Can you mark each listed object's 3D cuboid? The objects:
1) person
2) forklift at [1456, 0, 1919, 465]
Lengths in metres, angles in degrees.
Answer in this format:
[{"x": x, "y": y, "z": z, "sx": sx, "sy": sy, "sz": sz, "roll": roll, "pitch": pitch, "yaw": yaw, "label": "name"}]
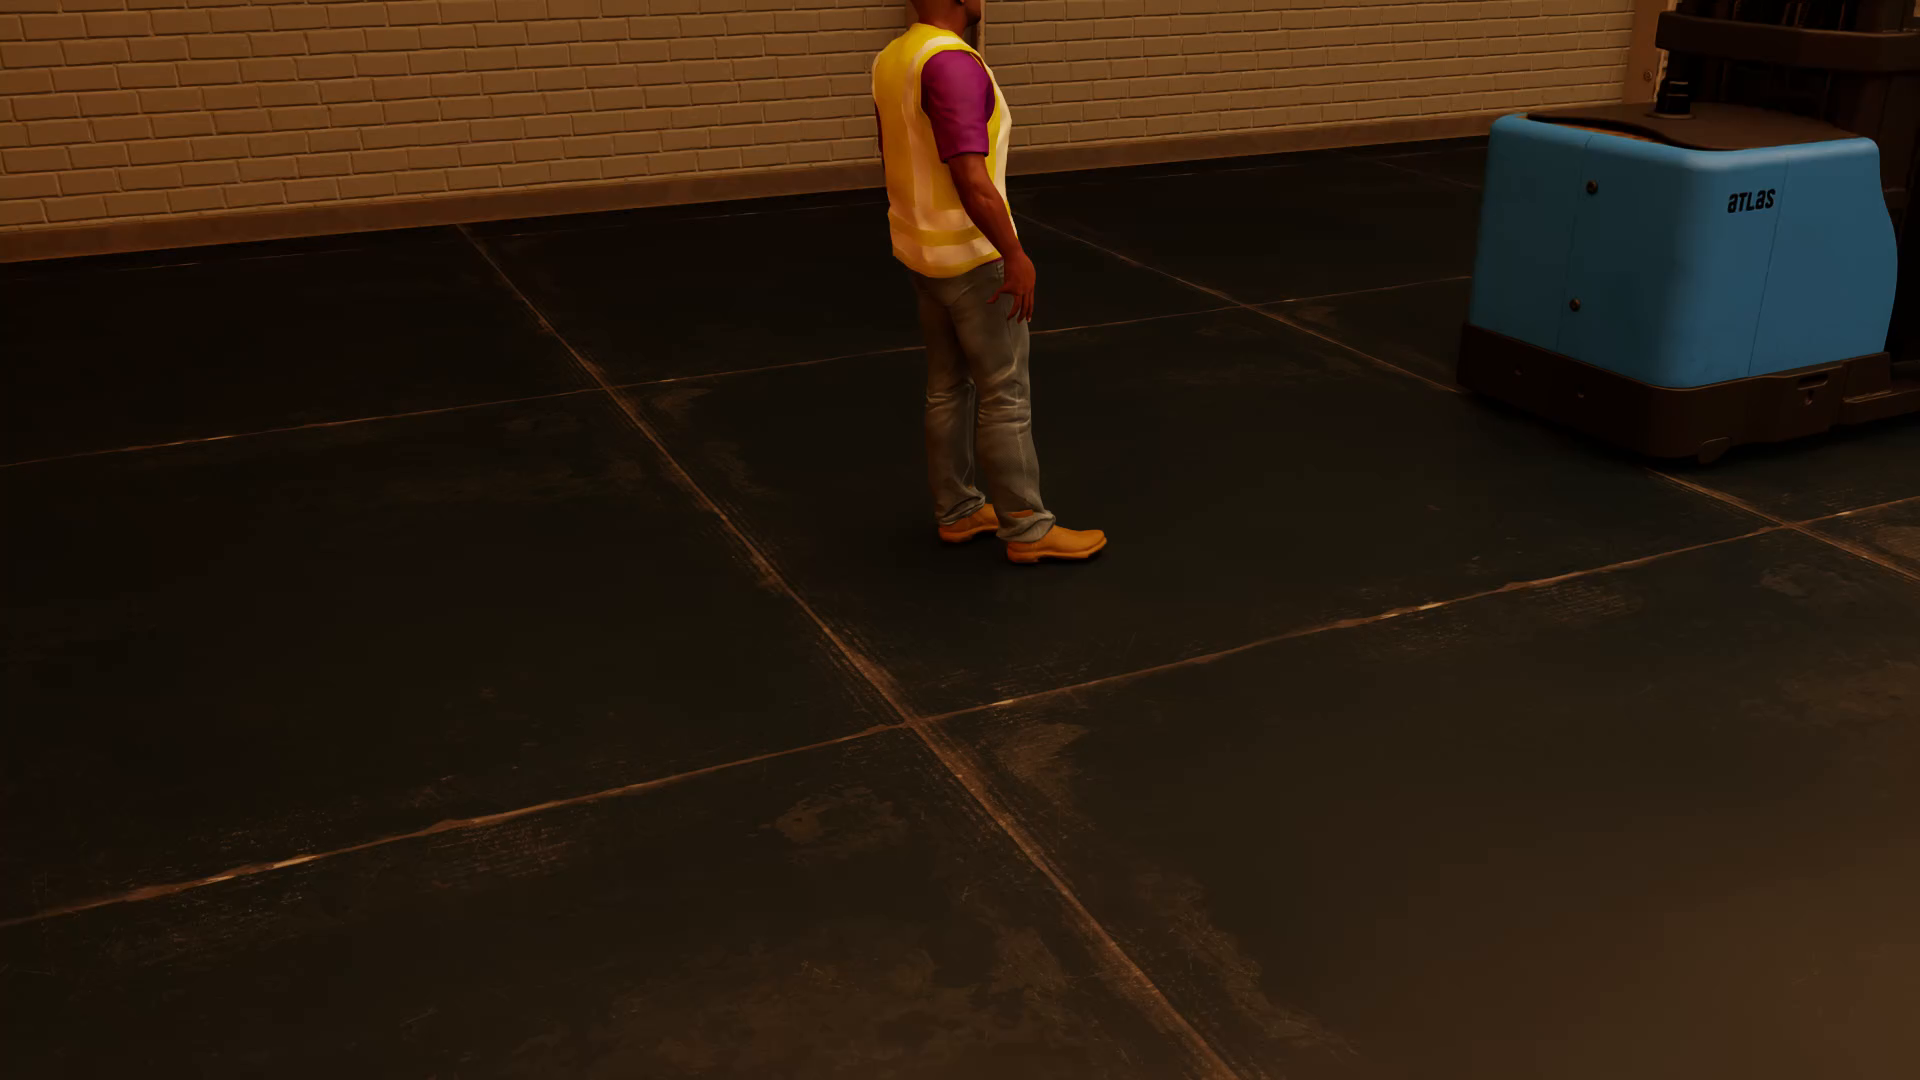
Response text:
[{"x": 0.065, "y": -0.832, "z": 4.787, "sx": 0.577, "sy": 1.765, "sz": 0.665, "roll": -10, "pitch": 25, "yaw": -23, "label": "person"}, {"x": 3.455, "y": -1.987, "z": 6.069, "sx": 3.031, "sy": 2.935, "sz": 1.130, "roll": -11, "pitch": 25, "yaw": -24, "label": "forklift"}]
